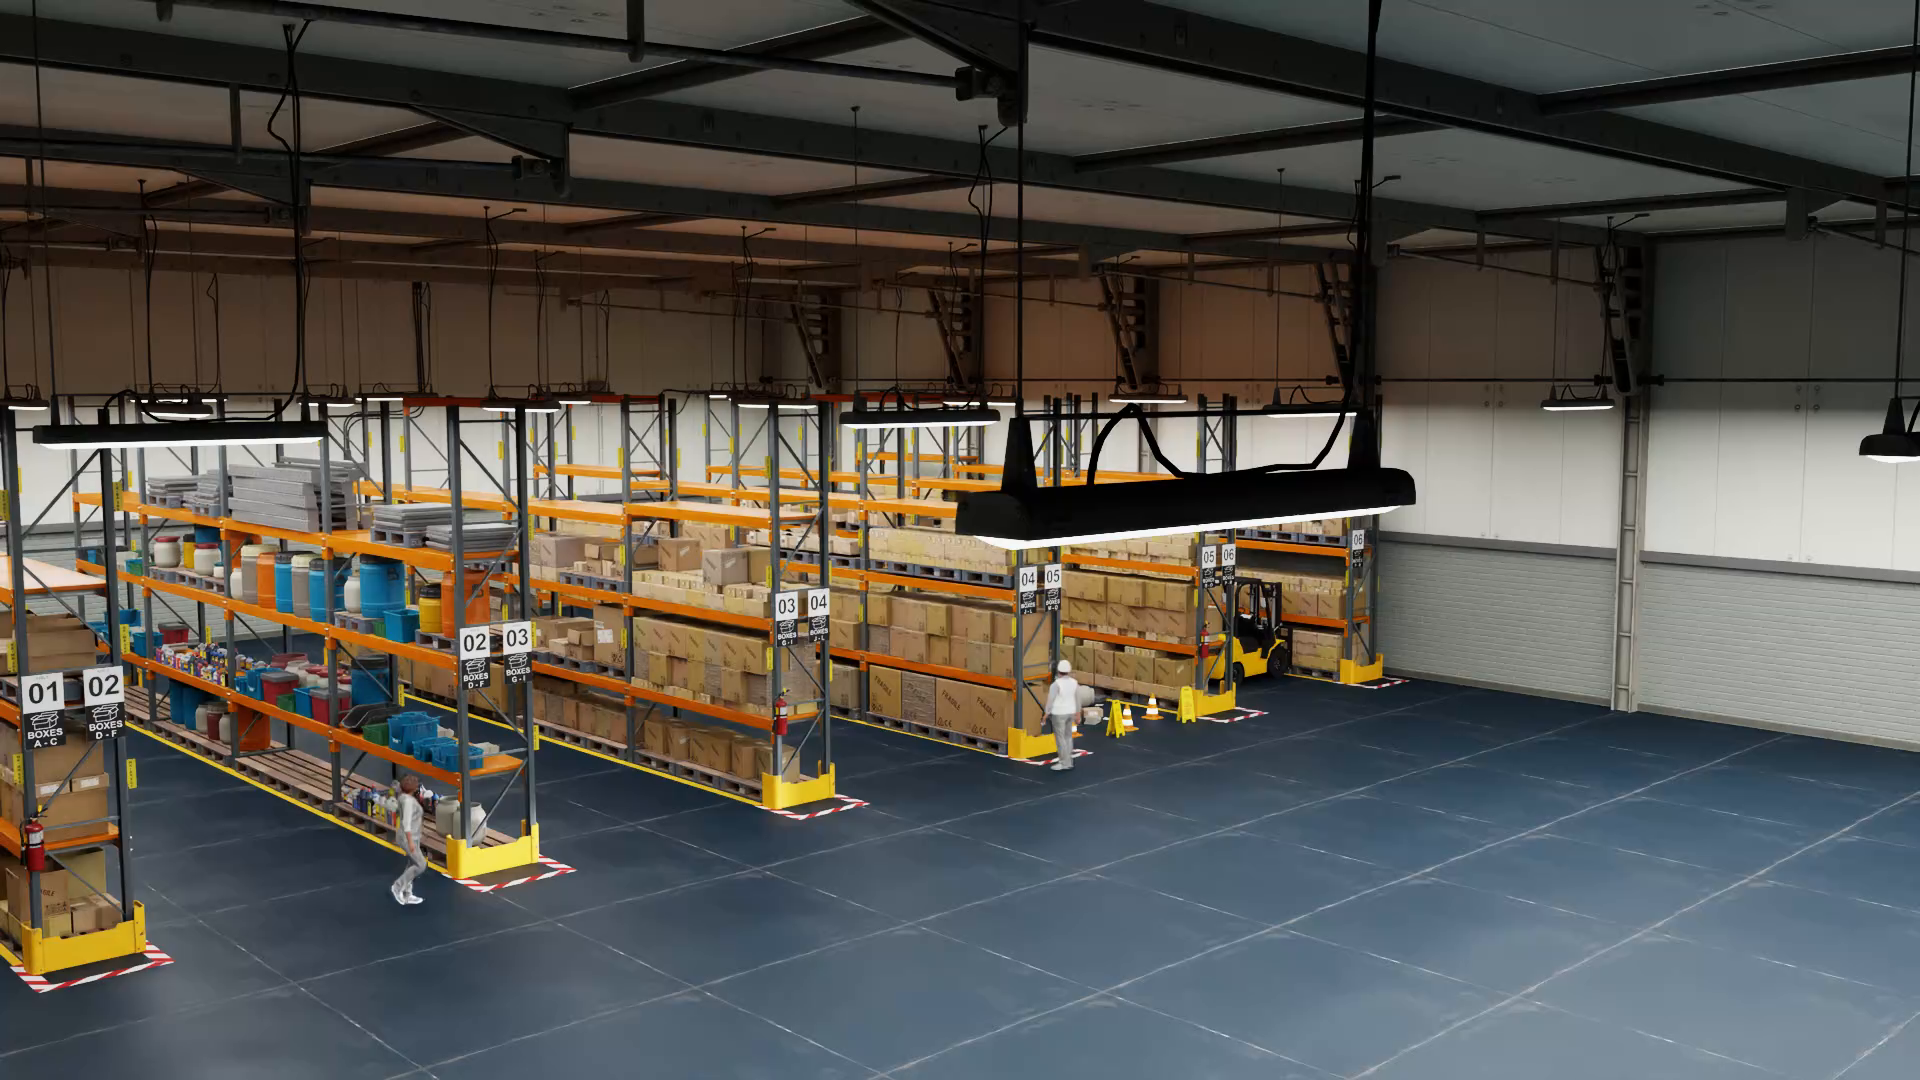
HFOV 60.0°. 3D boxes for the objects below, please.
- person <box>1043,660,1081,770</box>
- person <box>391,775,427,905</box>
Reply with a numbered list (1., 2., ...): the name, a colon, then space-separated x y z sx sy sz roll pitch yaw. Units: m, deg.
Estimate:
1. person: 1.663 2.837 27.034 0.618 1.792 0.369 -4 7 -36
2. person: -6.609 3.600 19.972 0.436 1.589 0.501 -1 6 -6
